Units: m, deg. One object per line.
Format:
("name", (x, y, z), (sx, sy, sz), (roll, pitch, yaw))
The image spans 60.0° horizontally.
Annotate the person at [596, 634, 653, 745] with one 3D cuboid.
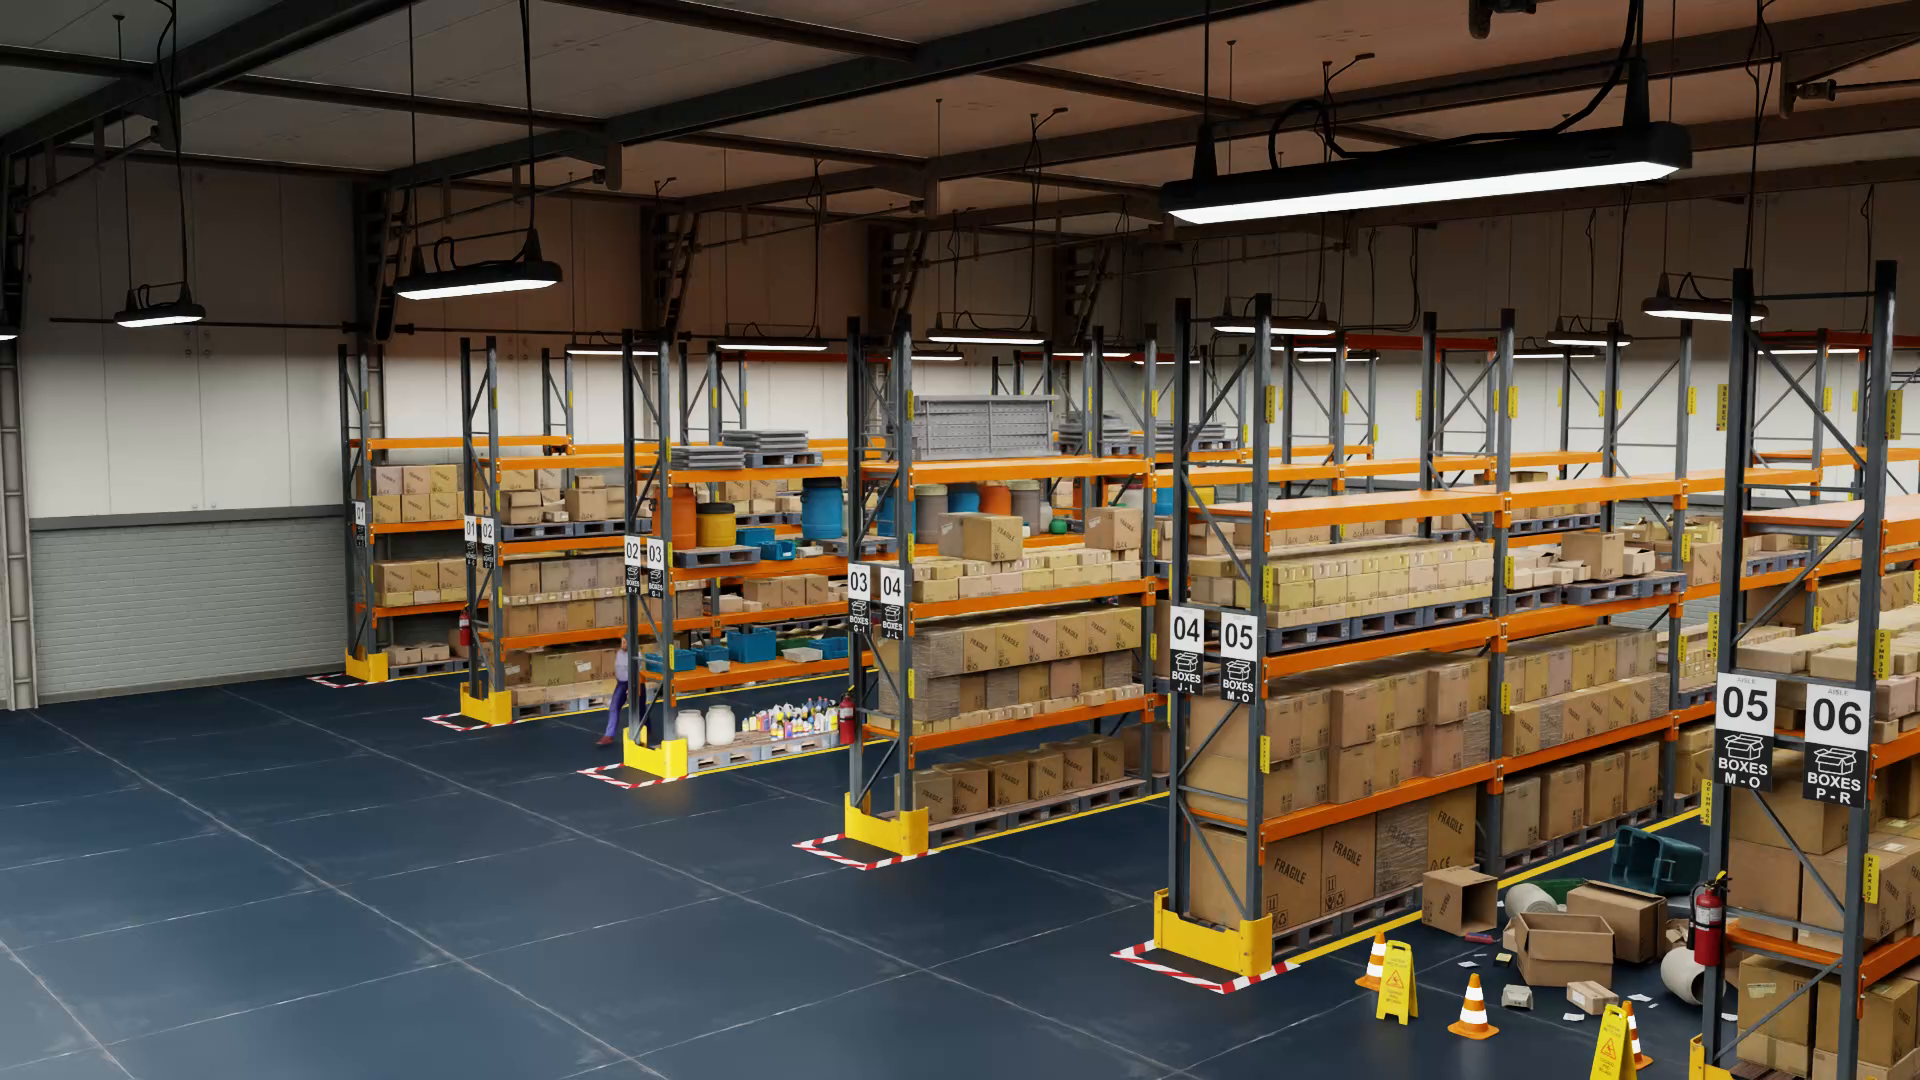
("person", (-4.896, 2.162, 24.386), (0.518, 1.596, 0.948), (2, 5, 21))
